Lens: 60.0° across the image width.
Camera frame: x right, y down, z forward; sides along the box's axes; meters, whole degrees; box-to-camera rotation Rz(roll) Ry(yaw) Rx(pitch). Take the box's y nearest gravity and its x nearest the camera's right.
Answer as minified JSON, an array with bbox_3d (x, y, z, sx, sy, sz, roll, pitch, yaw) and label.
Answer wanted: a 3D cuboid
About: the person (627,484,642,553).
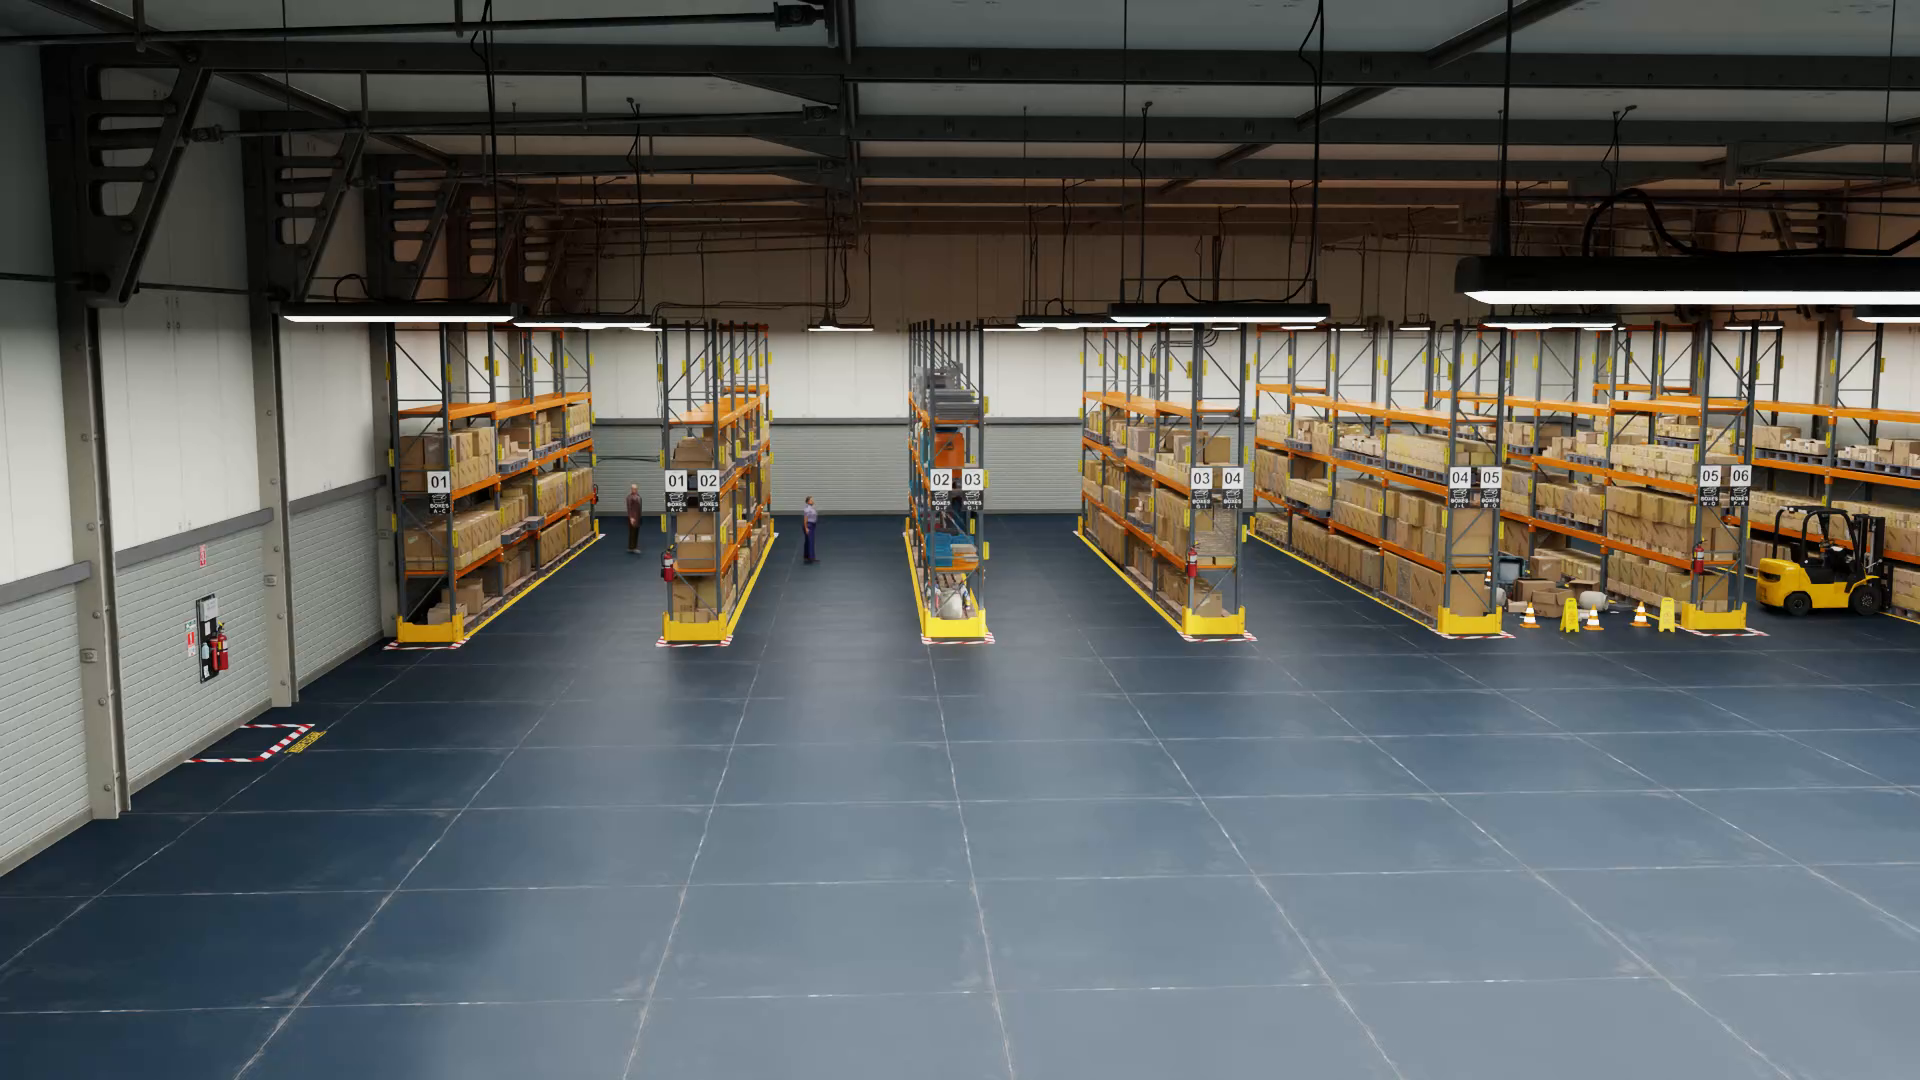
[{"bbox_3d":[-8.580,-0.568,43.843,0.414,1.805,0.615,1,7,9],"label":"person"}]

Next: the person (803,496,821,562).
[{"bbox_3d":[-3.743,-0.286,42.154,0.505,1.671,0.520,1,7,9],"label":"person"}]

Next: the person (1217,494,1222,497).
[{"bbox_3d":[7.258,-0.991,47.693,0.515,1.611,1.017,3,8,22],"label":"person"}]
